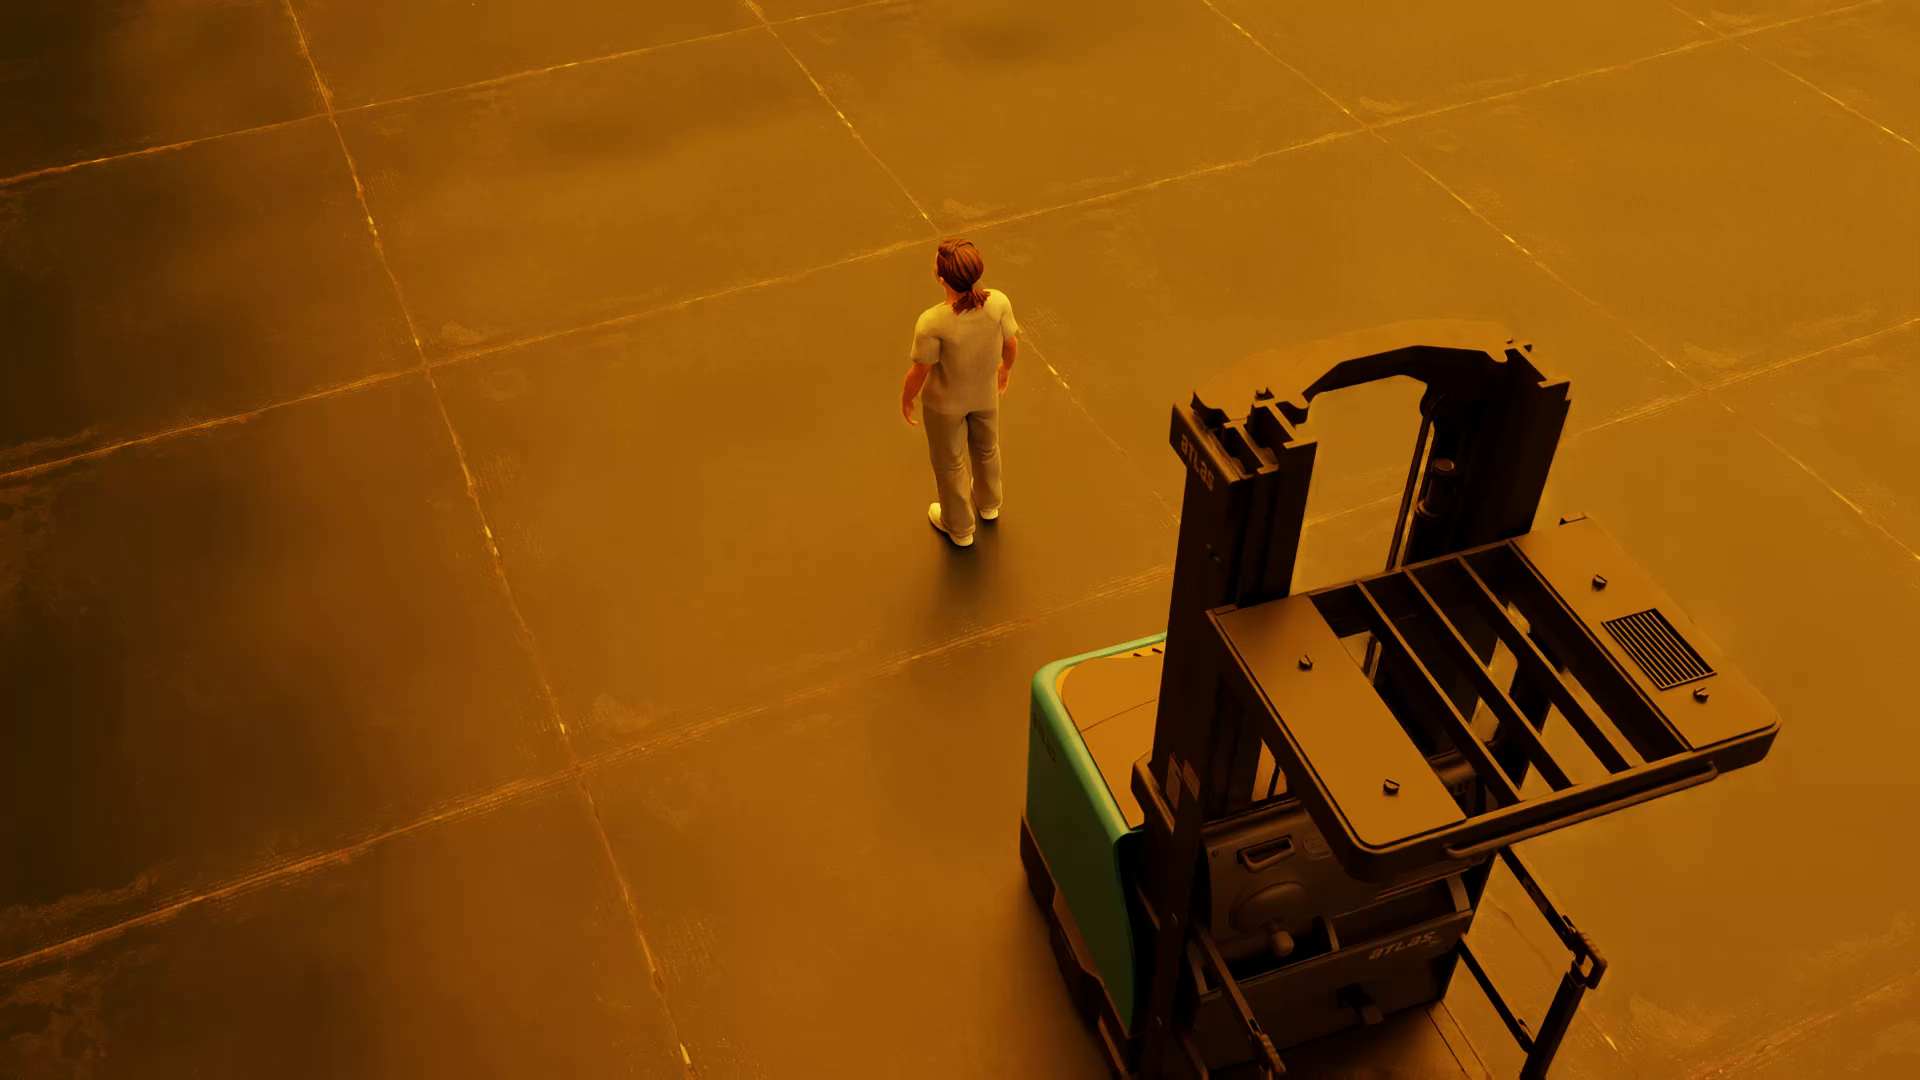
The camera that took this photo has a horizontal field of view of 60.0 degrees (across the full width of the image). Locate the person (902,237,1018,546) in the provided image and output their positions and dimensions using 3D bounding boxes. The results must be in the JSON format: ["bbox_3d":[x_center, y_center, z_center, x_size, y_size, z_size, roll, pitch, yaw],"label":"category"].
[{"bbox_3d":[-0.018,-0.663,7.309,0.549,1.663,0.549,-18,46,-18],"label":"person"}]

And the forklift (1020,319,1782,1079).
[{"bbox_3d":[1.202,0.995,4.614,1.130,2.935,3.031,-14,45,-14],"label":"forklift"}]
